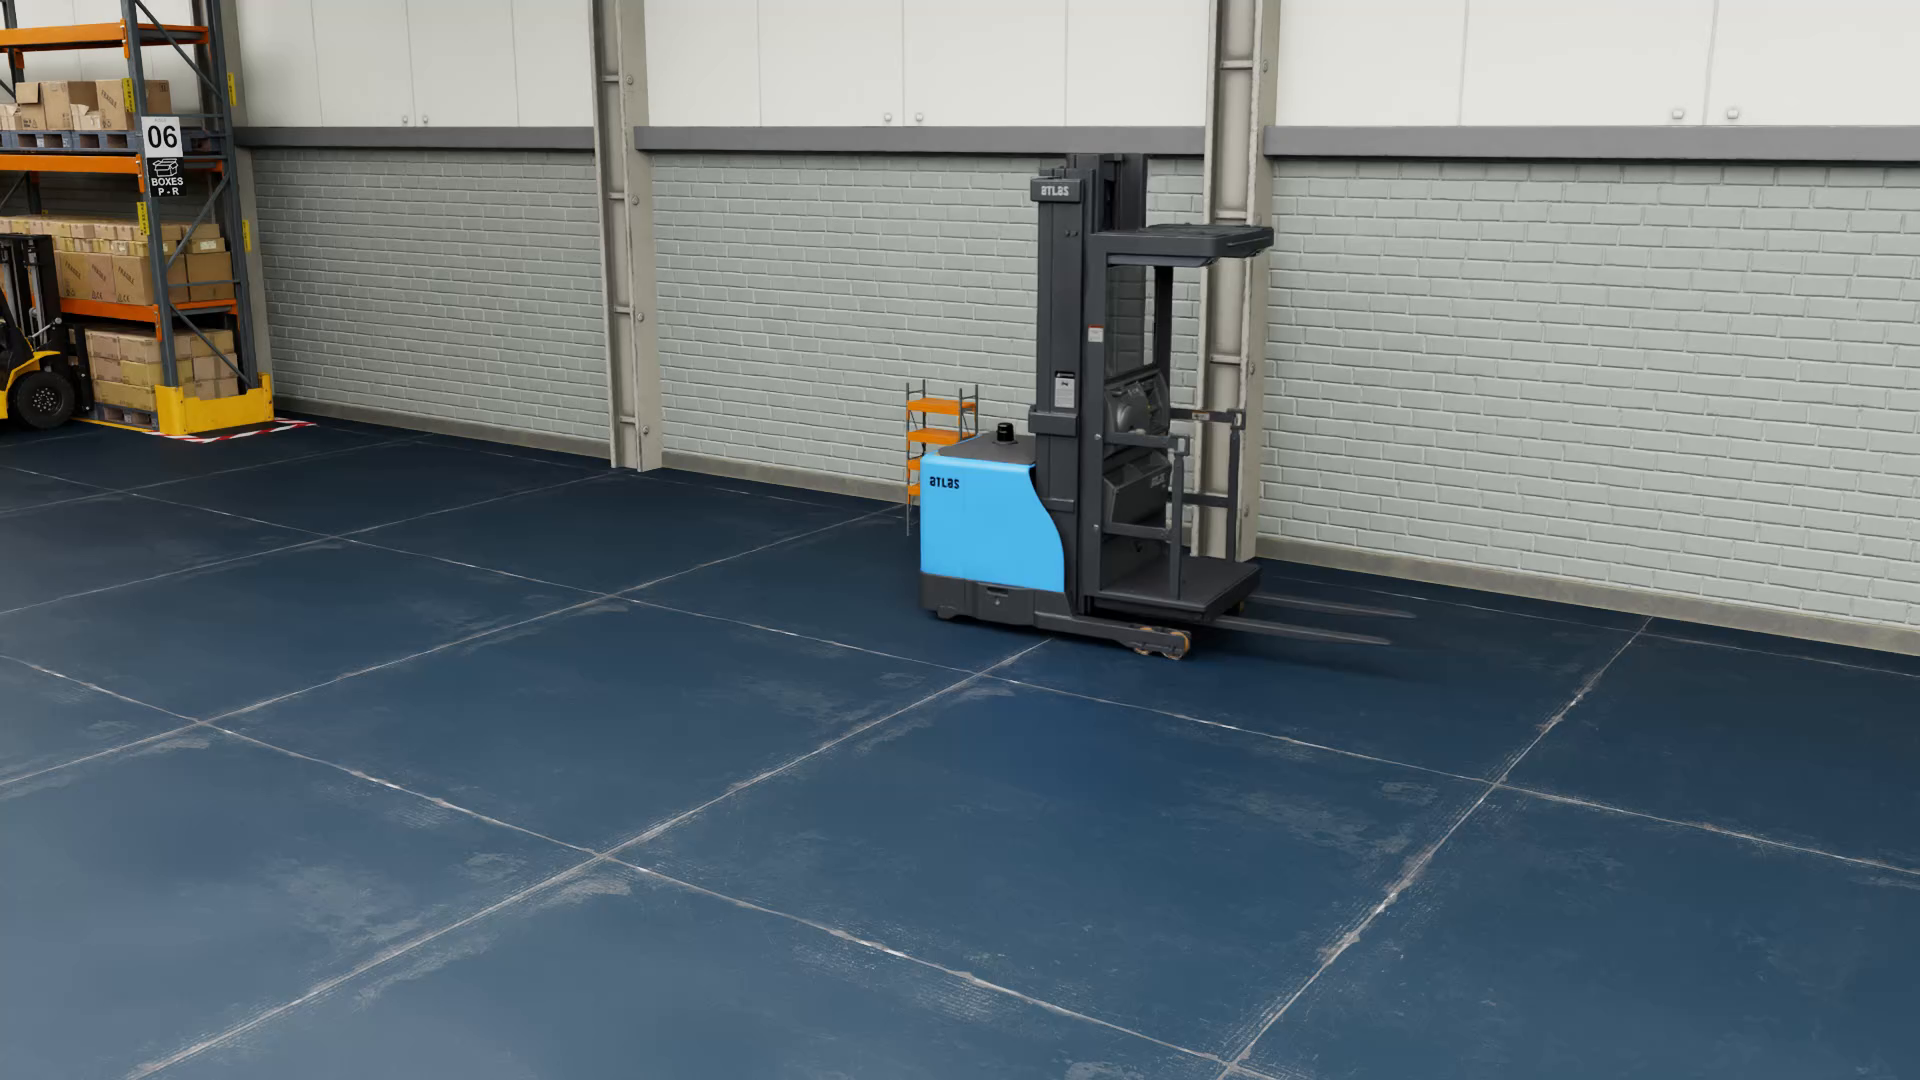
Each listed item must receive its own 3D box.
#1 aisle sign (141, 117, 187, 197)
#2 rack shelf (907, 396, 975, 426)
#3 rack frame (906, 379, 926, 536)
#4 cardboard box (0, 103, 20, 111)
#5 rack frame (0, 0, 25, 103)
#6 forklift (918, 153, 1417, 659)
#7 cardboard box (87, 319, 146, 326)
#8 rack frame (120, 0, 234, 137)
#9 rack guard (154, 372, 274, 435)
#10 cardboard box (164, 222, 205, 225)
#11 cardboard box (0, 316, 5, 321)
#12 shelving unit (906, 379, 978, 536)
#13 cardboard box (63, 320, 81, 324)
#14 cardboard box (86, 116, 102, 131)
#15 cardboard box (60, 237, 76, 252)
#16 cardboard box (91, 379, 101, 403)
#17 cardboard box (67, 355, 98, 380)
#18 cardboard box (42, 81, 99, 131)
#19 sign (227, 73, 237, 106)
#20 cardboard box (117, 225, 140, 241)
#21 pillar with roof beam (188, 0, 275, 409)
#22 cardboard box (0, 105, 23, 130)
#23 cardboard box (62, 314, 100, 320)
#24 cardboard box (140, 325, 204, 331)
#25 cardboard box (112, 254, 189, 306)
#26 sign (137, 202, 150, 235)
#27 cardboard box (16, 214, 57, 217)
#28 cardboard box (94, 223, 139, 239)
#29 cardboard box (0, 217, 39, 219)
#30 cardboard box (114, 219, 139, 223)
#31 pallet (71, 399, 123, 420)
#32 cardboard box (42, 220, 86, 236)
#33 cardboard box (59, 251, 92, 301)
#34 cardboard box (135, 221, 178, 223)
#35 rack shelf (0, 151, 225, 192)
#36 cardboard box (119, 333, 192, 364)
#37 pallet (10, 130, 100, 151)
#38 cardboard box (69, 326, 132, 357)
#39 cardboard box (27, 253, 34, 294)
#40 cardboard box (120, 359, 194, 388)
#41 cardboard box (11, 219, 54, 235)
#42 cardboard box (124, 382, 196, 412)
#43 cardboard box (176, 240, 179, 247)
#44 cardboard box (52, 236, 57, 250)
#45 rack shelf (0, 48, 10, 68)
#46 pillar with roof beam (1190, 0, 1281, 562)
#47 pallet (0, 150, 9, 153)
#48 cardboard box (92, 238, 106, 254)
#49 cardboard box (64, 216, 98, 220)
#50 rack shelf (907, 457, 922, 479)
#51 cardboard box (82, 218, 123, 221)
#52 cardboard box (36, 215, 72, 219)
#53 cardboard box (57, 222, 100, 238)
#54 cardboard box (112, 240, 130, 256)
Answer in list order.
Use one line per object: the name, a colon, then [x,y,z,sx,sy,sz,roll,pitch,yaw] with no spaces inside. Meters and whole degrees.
aisle sign: [-8.036,-3.868,16.798,0.004,0.787,0.394,9,17,33]
rack shelf: [-0.137,-0.986,12.674,0.480,0.148,0.258,9,17,33]
rack frame: [-0.340,-0.637,12.901,0.015,1.200,0.240,9,17,33]
cardboard box: [-10.691,-4.715,18.490,0.500,0.311,0.500,10,17,34]
rack frame: [-11.245,-6.122,18.829,0.127,3.000,1.000,9,17,33]
forklift: [1.276,-0.854,10.175,3.031,2.935,1.130,7,16,27]
cardboard box: [-9.467,-2.336,18.786,0.500,0.250,0.500,9,16,32]
rack frame: [-7.926,-5.586,16.662,0.127,3.000,1.000,9,17,33]
rack guard: [-7.906,-1.457,17.670,0.348,0.500,1.175,9,17,33]
cardboard box: [-8.272,-3.317,17.805,0.250,0.149,0.380,10,17,35]
cardboard box: [-11.019,-2.437,19.194,0.500,0.250,0.500,9,16,32]
shelving unit: [-0.137,-0.605,12.769,0.503,1.200,0.258,9,17,33]
cardboard box: [-10.181,-2.302,18.649,0.500,0.250,0.500,10,17,35]
cardboard box: [-8.783,-4.311,17.194,0.250,0.149,0.380,9,16,31]
cardboard box: [-9.449,-3.195,17.930,0.250,0.149,0.380,9,17,33]
cardboard box: [-9.310,-1.681,18.218,0.500,0.250,0.500,9,17,33]
cardboard box: [-9.355,-1.923,18.157,0.500,0.250,0.500,9,16,32]
cardboard box: [-9.224,-4.599,17.626,0.500,0.500,0.700,9,17,33]
sign: [-7.612,-4.703,17.351,0.005,0.325,0.100,9,17,33]
cardboard box: [-8.563,-3.215,17.390,0.250,0.149,0.380,9,17,33]
pillar with roof beam: [-10.404,-5.001,14.297,0.400,9.000,9.100,9,17,33]
cardboard box: [-10.183,-4.594,18.094,0.258,0.266,0.396,9,16,31]
cardboard box: [-10.300,-2.472,19.336,0.500,0.250,0.500,9,16,32]
cardboard box: [-8.636,-2.197,18.223,0.500,0.250,0.500,9,17,33]
cardboard box: [-8.481,-2.736,17.426,0.500,0.500,0.500,9,16,32]
sign: [-8.241,-3.245,16.785,0.005,0.325,0.100,9,17,33]
cardboard box: [-10.812,-3.736,19.494,0.250,0.149,0.380,9,17,33]
cardboard box: [-8.961,-3.293,17.704,0.250,0.149,0.380,9,17,33]
cardboard box: [-10.663,-3.567,18.812,0.250,0.149,0.380,9,16,32]
cardboard box: [-9.104,-3.465,18.402,0.250,0.149,0.380,9,16,31]
pallet: [-9.592,-1.578,18.760,1.213,0.211,1.003,9,17,33]
cardboard box: [-9.817,-3.429,18.257,0.250,0.149,0.380,9,17,33]
cardboard box: [-9.332,-2.876,17.991,0.500,0.500,0.500,9,16,32]
cardboard box: [-8.708,-3.380,18.057,0.250,0.149,0.380,9,17,33]
rack shelf: [-9.586,-4.049,18.192,4.000,0.370,1.077,9,17,33]
cardboard box: [-8.483,-2.028,17.541,0.500,0.250,0.500,10,17,35]
pallet: [-9.515,-4.350,18.097,1.213,0.211,1.003,9,17,33]
cardboard box: [-9.334,-2.161,18.078,0.500,0.250,0.500,9,17,34]
cardboard box: [-10.161,-3.013,18.544,0.500,0.500,0.500,9,17,32]
cardboard box: [-8.505,-1.789,17.614,0.500,0.250,0.500,9,16,32]
cardboard box: [-10.276,-3.482,18.471,0.250,0.149,0.380,9,16,32]
cardboard box: [-8.493,-1.543,17.662,0.500,0.250,0.500,9,17,33]
cardboard box: [-8.303,-3.155,17.768,0.250,0.149,0.380,9,17,33]
cardboard box: [-9.856,-3.267,18.221,0.250,0.149,0.380,9,16,32]
rack shelf: [-12.905,-5.847,20.047,4.000,0.370,1.077,9,17,33]
pillar with roof beam: [-0.446,-3.391,7.796,0.400,9.000,9.100,9,17,33]
pallet: [-11.985,-4.689,19.679,1.217,0.209,0.805,8,16,31]
cardboard box: [-8.980,-3.139,17.702,0.250,0.149,0.380,9,17,32]
cardboard box: [-9.953,-3.601,18.950,0.250,0.149,0.380,9,16,32]
rack shelf: [-0.137,-0.539,12.785,0.480,0.148,0.258,9,17,33]
cardboard box: [-9.575,-3.517,18.612,0.250,0.149,0.380,10,17,34]
cardboard box: [-10.400,-3.661,19.192,0.250,0.149,0.380,9,17,32]
cardboard box: [-9.456,-3.339,17.892,0.250,0.149,0.380,10,17,34]
cardboard box: [-8.599,-3.056,17.369,0.250,0.149,0.380,9,17,34]
